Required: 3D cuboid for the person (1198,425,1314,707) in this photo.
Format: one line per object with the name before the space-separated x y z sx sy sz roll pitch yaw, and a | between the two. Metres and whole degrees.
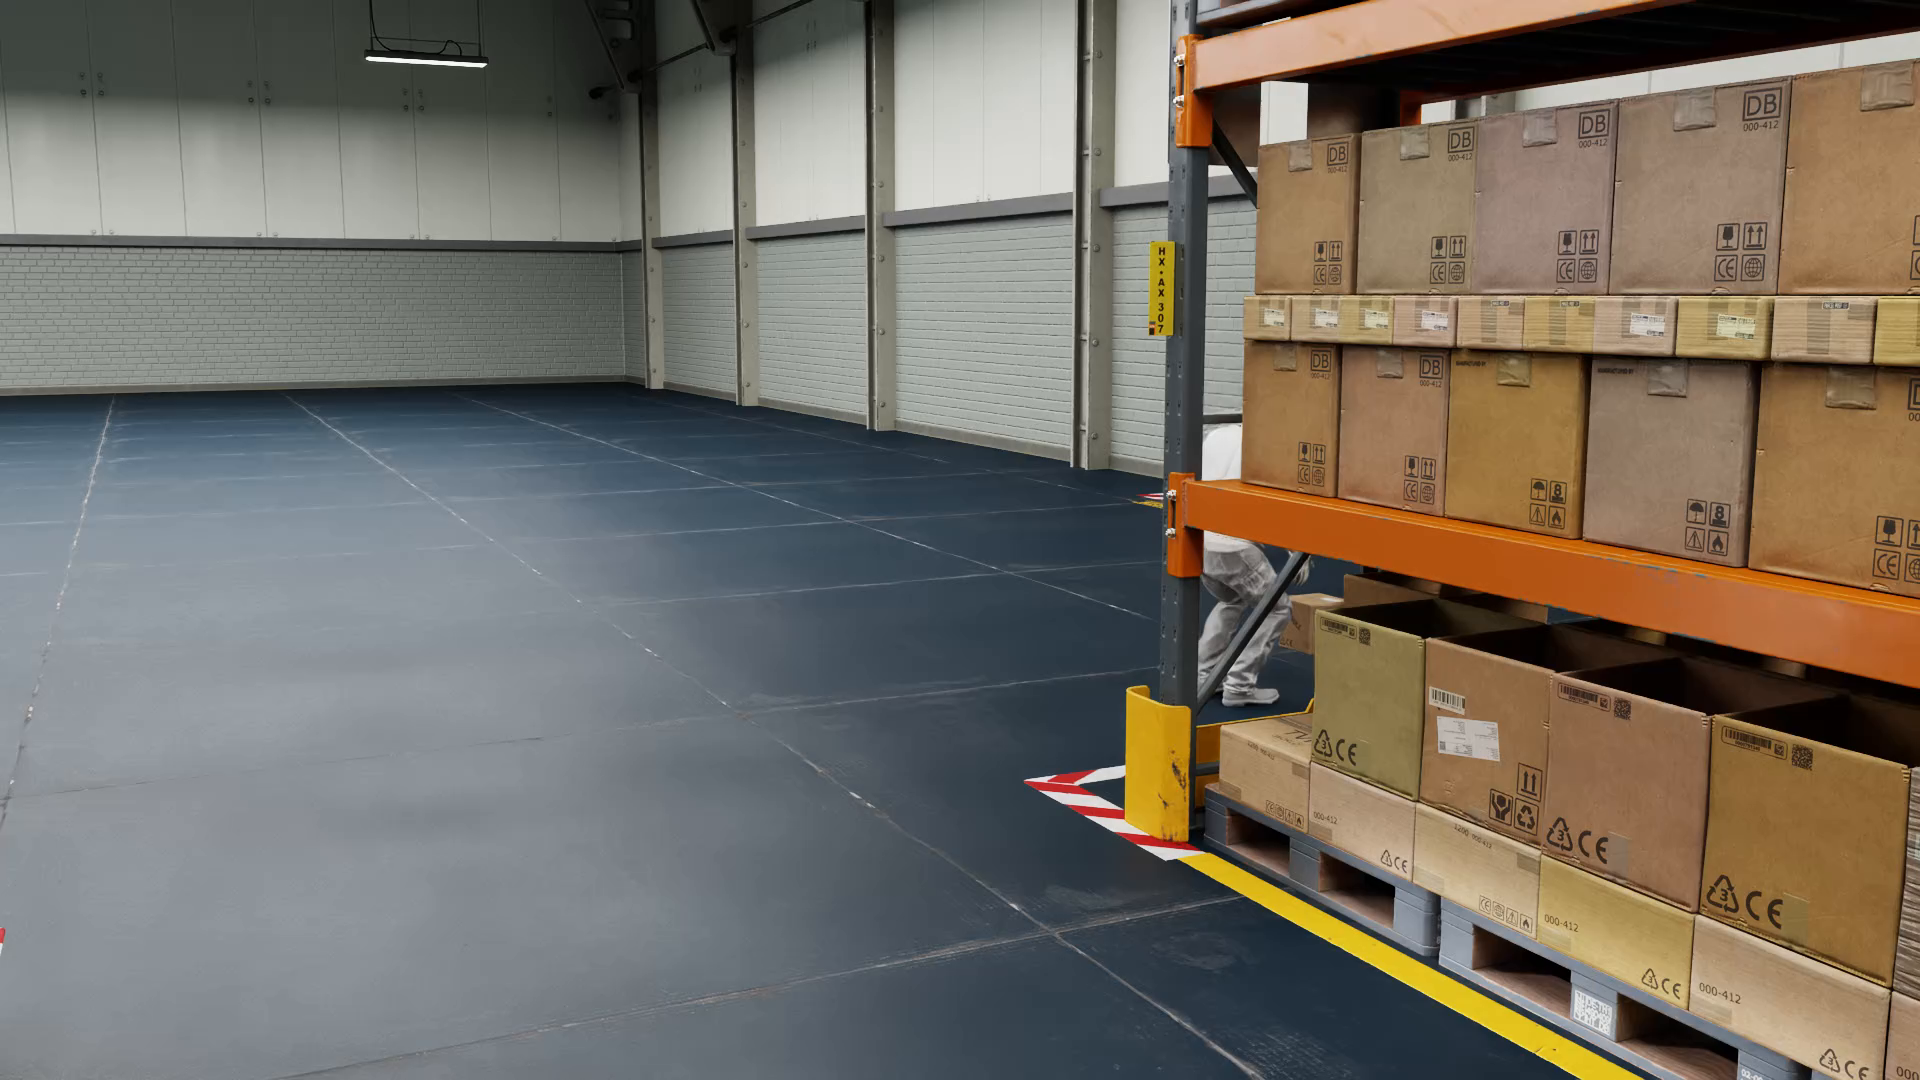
person | 1.363 0.024 8.087 0.717 1.498 0.610 -4 9 -26
